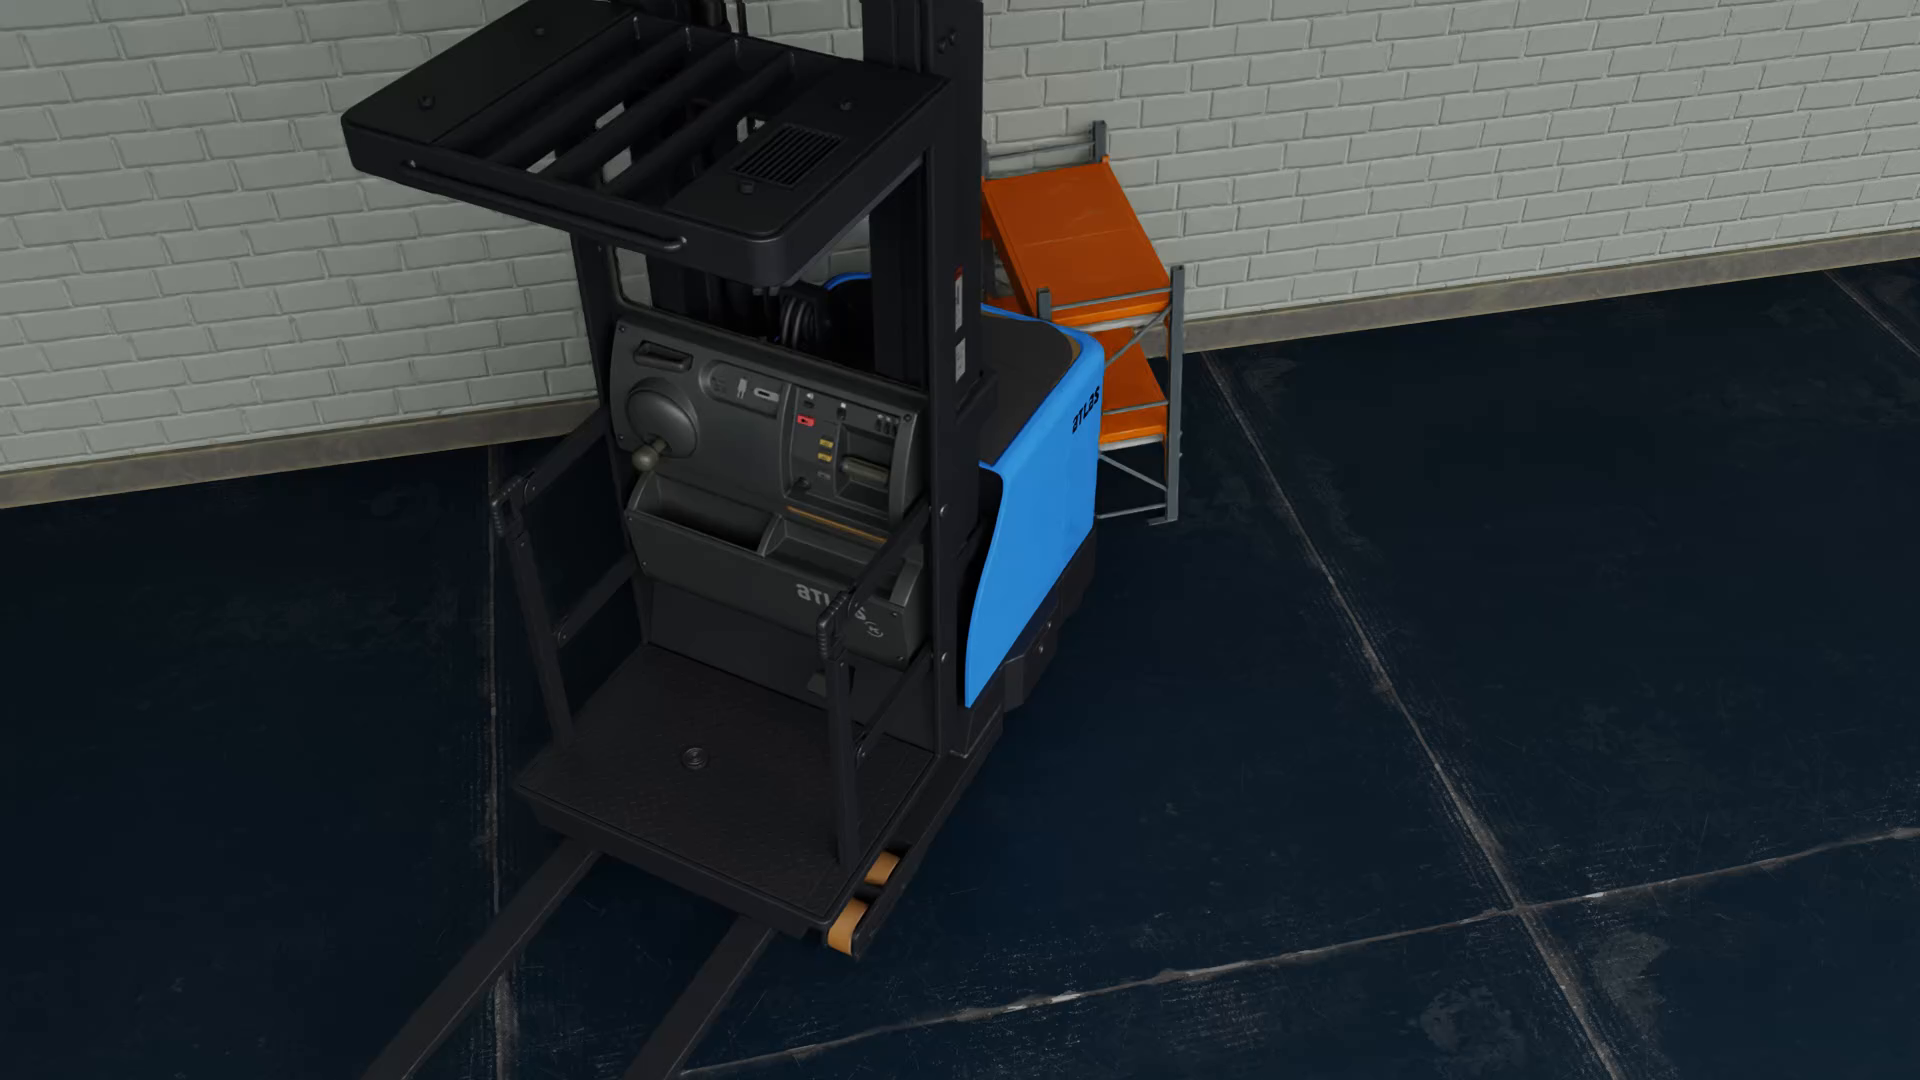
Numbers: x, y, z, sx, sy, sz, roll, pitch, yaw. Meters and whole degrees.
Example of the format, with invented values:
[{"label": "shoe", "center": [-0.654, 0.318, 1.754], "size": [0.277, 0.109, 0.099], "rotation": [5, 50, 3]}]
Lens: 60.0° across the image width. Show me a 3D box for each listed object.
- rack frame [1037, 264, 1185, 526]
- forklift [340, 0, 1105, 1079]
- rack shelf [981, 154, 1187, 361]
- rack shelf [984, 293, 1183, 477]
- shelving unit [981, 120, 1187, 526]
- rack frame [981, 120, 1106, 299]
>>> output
[{"label": "rack frame", "center": [0.537, -0.451, 5.881], "size": [0.500, 1.125, 0.032], "rotation": [-10, 43, -6]}, {"label": "forklift", "center": [-0.631, -0.223, 4.293], "size": [1.130, 2.935, 3.031], "rotation": [19, 45, 20]}, {"label": "rack shelf", "center": [0.419, -0.999, 6.054], "size": [0.538, 0.278, 1.000], "rotation": [-10, 43, -6]}, {"label": "rack shelf", "center": [0.454, -0.605, 6.417], "size": [0.538, 0.278, 1.000], "rotation": [-10, 43, -6]}, {"label": "shelving unit", "center": [0.438, -0.785, 6.252], "size": [0.538, 1.125, 1.048], "rotation": [-10, 43, -6]}, {"label": "rack frame", "center": [0.339, -1.118, 6.622], "size": [0.500, 1.125, 0.032], "rotation": [-10, 43, -6]}]
